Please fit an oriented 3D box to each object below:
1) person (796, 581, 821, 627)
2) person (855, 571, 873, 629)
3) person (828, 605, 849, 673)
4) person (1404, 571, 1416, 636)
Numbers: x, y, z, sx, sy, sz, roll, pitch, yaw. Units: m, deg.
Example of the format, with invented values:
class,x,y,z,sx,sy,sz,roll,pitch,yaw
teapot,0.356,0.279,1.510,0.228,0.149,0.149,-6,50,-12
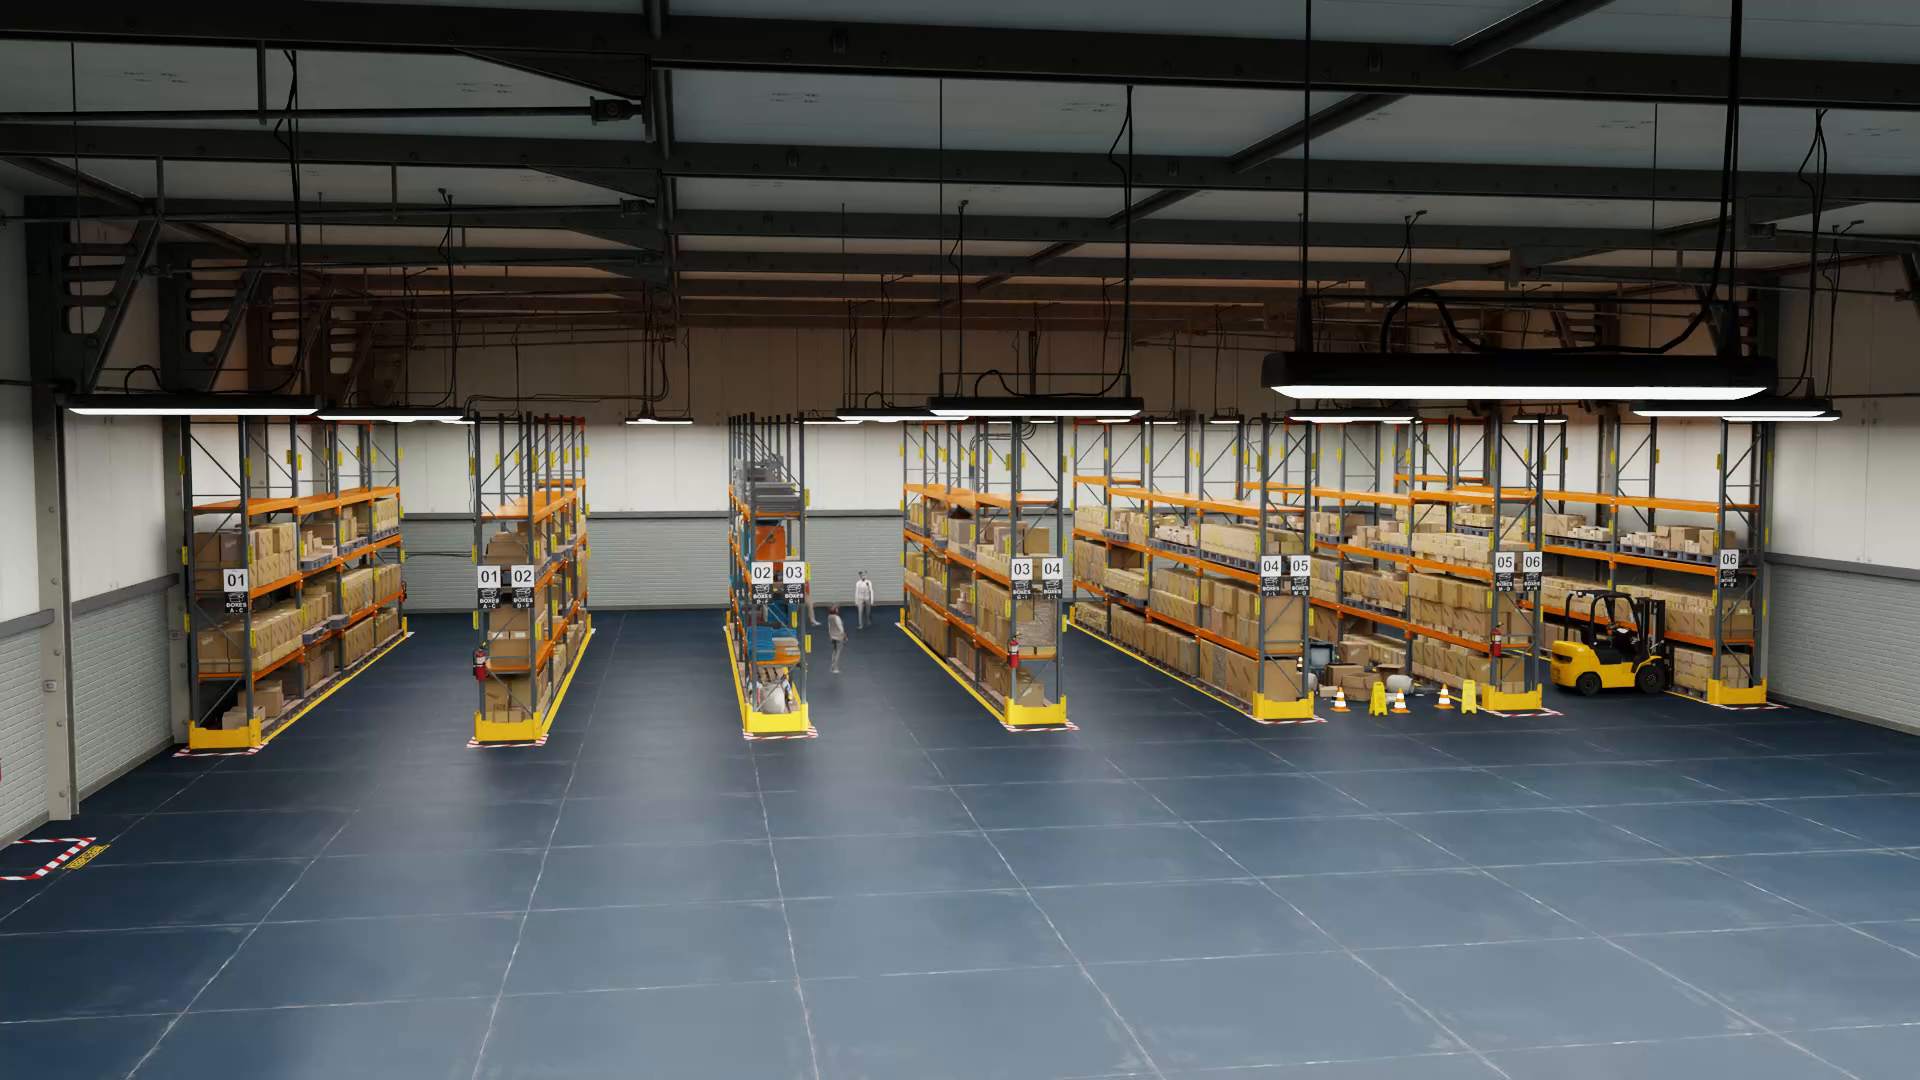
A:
class,x,y,z,sx,sy,sz,roll,pitch,yaw
person,-4.437,1.642,47.590,0.663,1.659,1.059,-4,5,-43
person,-2.712,1.680,47.177,0.528,1.647,0.782,0,4,5
person,-2.813,2.283,38.234,0.471,1.602,0.444,2,4,30
person,12.417,1.734,45.694,0.457,1.803,0.591,1,4,20
